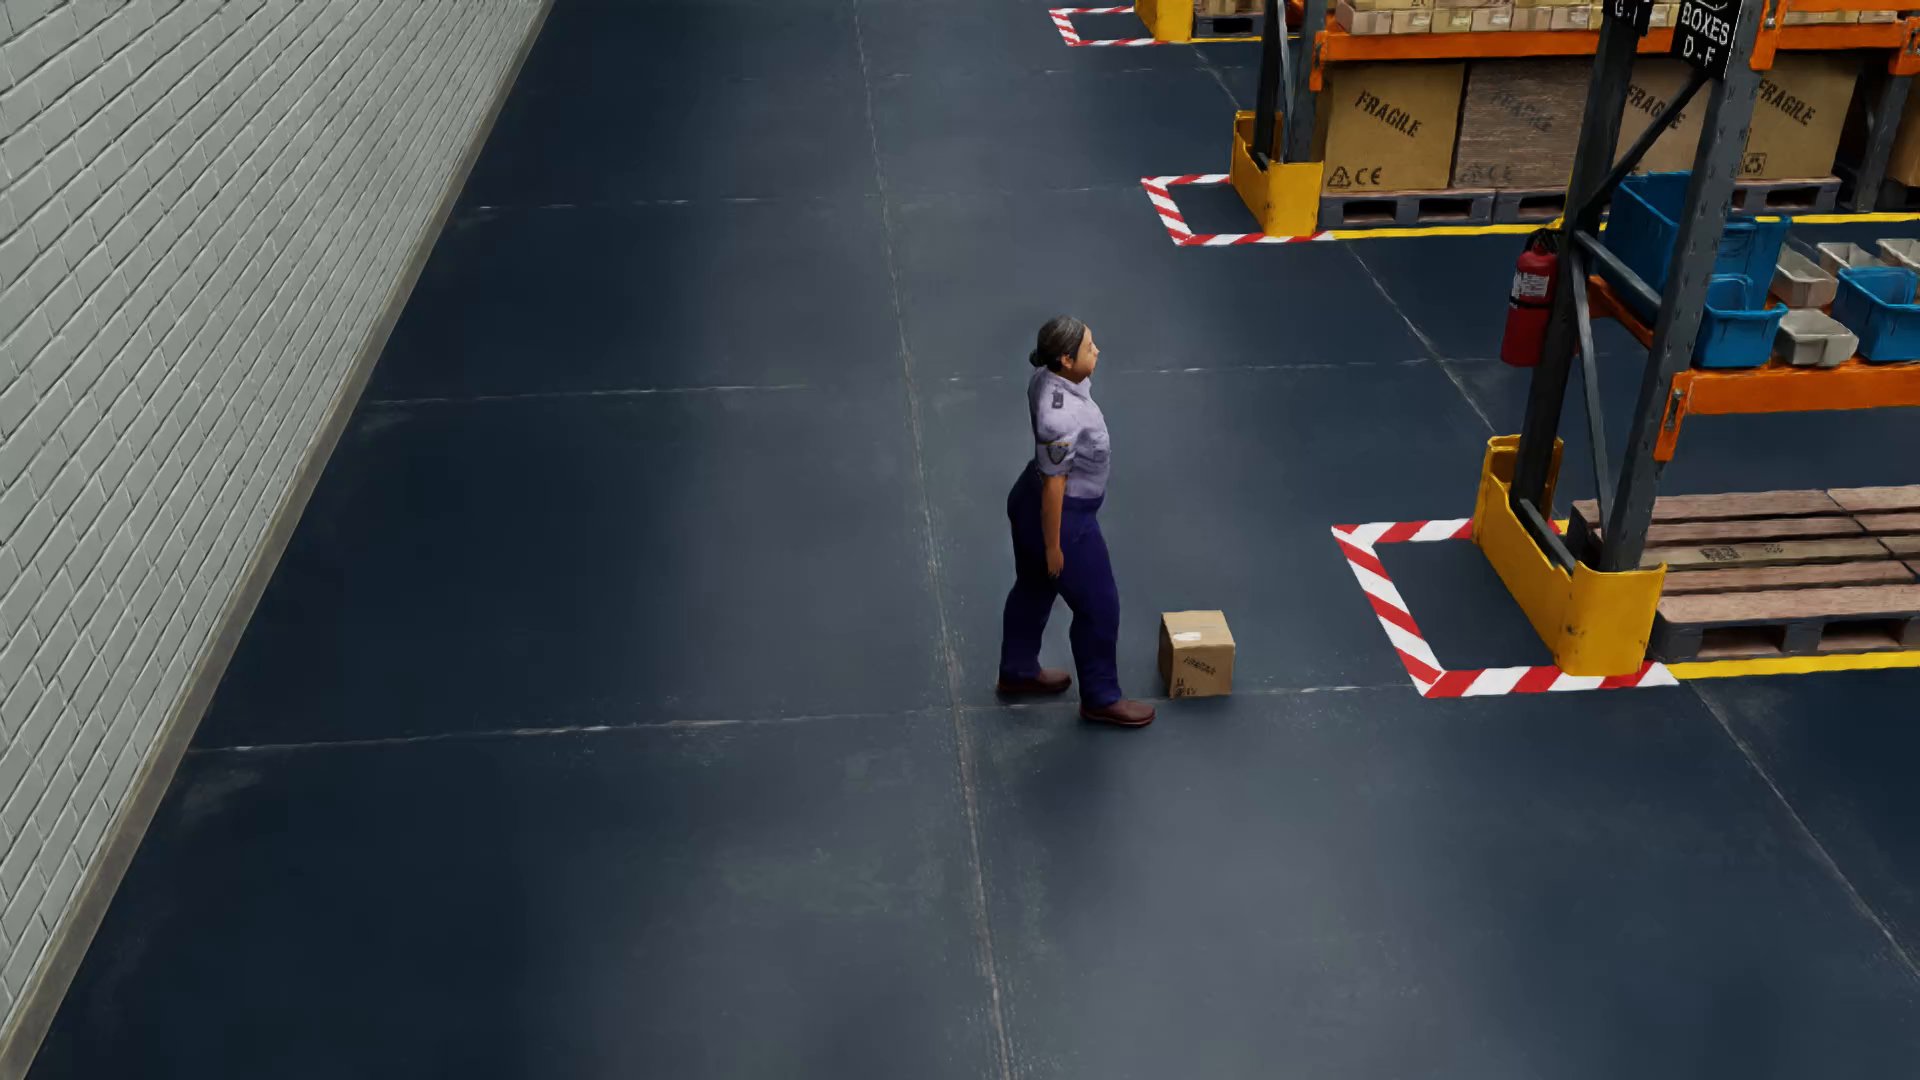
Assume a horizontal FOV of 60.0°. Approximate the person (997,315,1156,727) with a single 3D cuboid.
[{"bbox_3d":[0.453,-0.077,6.278,0.591,1.627,0.509,-4,32,-6],"label":"person"}]
